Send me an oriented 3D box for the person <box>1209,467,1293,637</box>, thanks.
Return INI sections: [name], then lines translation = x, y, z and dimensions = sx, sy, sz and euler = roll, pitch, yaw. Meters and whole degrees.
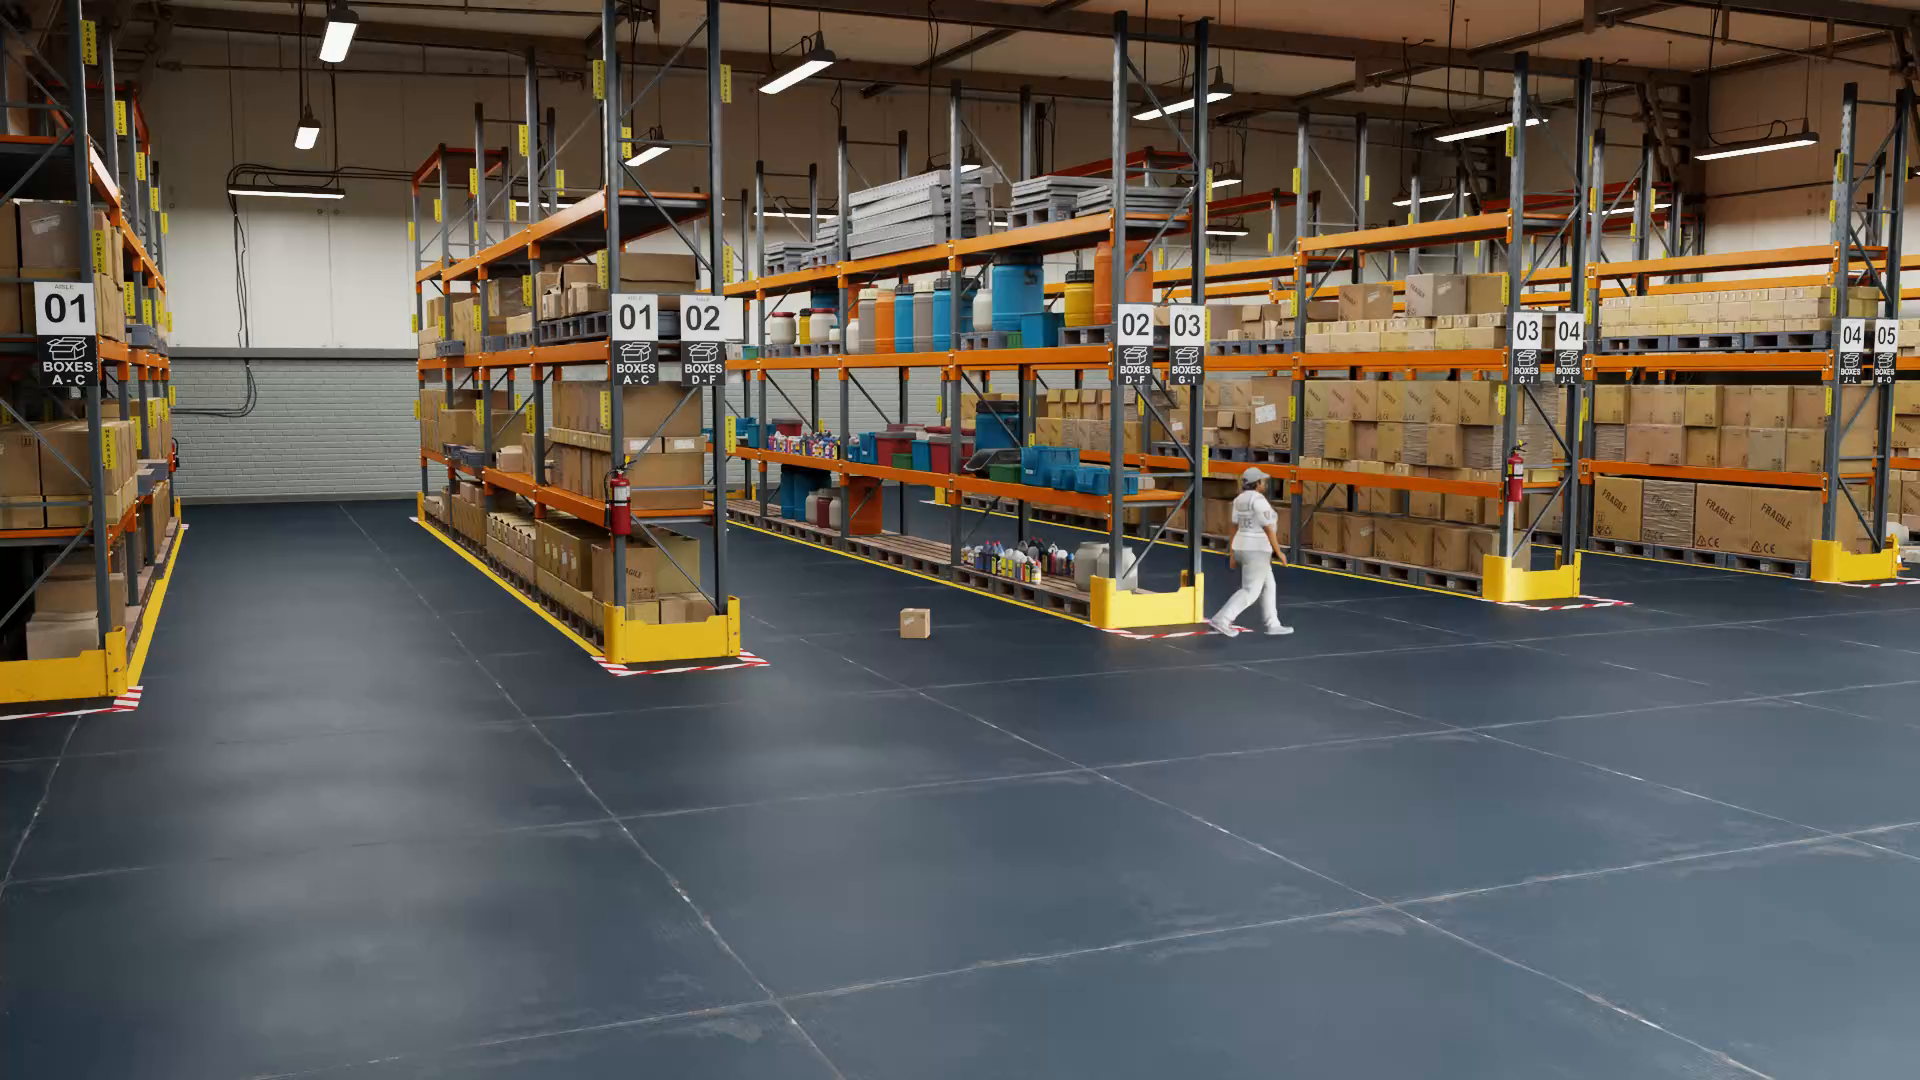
[person]
translation = 2.763, 0.119, 15.688
dimensions = 0.984, 1.614, 0.472
euler = -2, 6, -17
